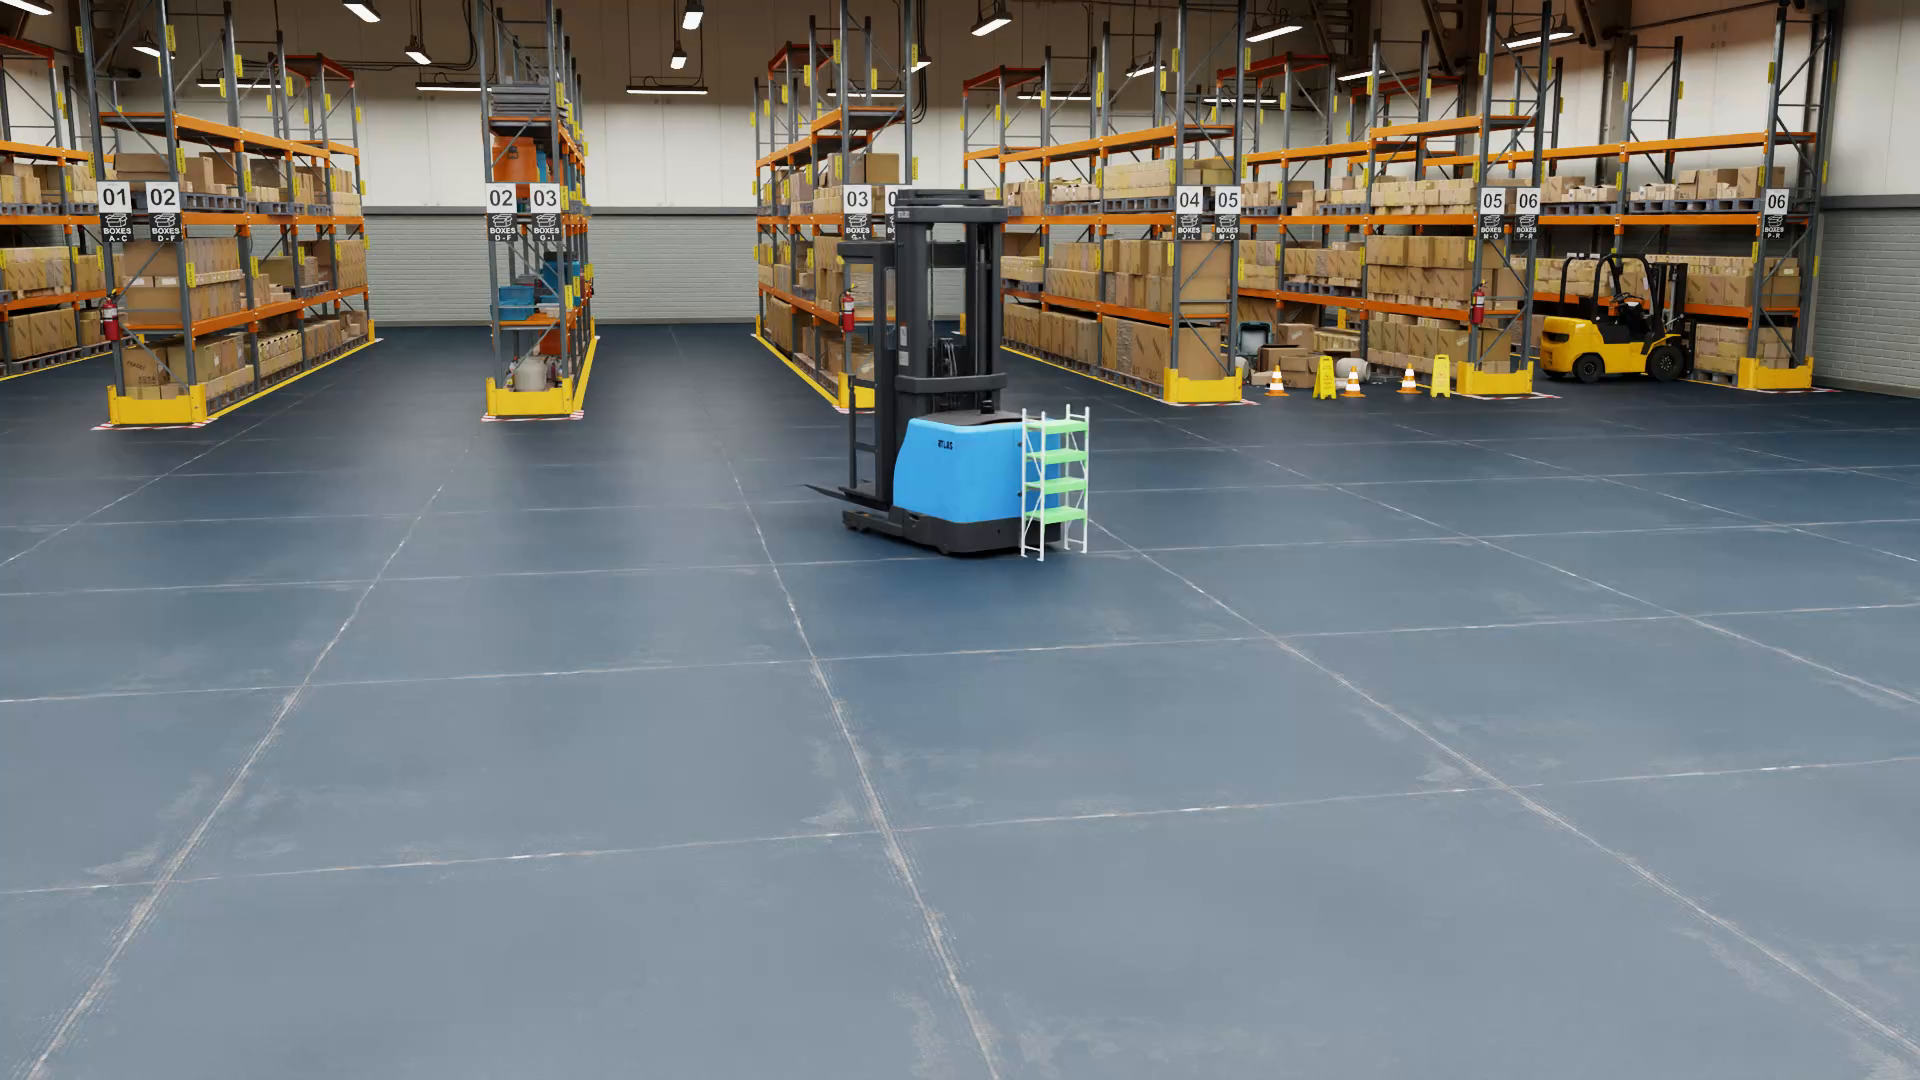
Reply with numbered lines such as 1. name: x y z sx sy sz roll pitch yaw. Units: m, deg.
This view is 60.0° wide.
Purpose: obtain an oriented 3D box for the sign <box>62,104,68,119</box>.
1. sign: -19.423 -9.304 36.090 0.100 0.325 0.005 -2 11 -11

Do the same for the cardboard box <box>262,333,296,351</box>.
1. cardboard box: -12.012 -3.502 29.303 0.500 0.311 0.500 -2 11 -12

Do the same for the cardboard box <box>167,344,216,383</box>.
1. cardboard box: -10.892 -2.508 23.574 0.500 0.500 0.500 -2 11 -11

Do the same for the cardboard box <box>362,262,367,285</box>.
1. cardboard box: -13.665 -5.997 37.414 0.500 0.500 0.500 -2 11 -9

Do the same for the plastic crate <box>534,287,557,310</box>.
1. plastic crate: -6.848 -3.868 26.660 0.767 0.338 0.504 -2 11 -11

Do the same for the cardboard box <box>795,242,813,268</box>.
1. cardboard box: -2.871 -5.589 32.588 0.797 0.503 0.637 -2 11 -9

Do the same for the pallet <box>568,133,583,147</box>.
1. pallet: -7.714 -7.524 31.232 1.213 0.211 1.003 -2 11 -11

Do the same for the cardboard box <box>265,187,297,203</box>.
1. cardboard box: -12.581 -6.154 30.219 0.910 0.500 0.500 -2 11 -11

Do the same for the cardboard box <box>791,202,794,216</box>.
1. cardboard box: -2.903 -6.217 31.216 0.500 0.250 0.500 -2 11 -10

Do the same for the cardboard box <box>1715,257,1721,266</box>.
1. cardboard box: 12.992 -4.698 28.060 0.380 0.149 0.250 -2 11 -11

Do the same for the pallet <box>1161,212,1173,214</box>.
1. pallet: 5.574 -8.034 40.601 1.003 0.211 1.213 -2 11 -11

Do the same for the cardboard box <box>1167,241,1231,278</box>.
1. cardboard box: 3.662 -4.281 25.375 0.875 0.550 0.550 -2 11 -11

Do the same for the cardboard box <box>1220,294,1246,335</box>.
1. cardboard box: 6.397 -5.058 37.309 0.875 0.875 0.875 -2 11 -9

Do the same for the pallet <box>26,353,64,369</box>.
1. pallet: -17.635 -3.373 31.352 1.003 0.211 1.213 -2 11 -11

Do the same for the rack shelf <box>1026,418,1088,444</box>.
1. rack shelf: 0.769 -0.877 13.369 0.480 0.148 0.258 -9 14 -40

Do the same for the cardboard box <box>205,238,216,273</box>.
1. cardboard box: -11.300 -4.148 24.232 0.700 0.500 0.500 -2 11 -11

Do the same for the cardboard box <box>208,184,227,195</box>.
1. cardboard box: -11.182 -5.233 24.821 0.380 0.149 0.250 -2 11 -11

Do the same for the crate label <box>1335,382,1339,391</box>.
1. crate label: 5.946 -2.470 26.810 0.250 0.136 0.298 -9 14 -40

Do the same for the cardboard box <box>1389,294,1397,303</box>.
1. cardboard box: 7.696 -4.208 28.953 0.380 0.149 0.250 -2 11 -9

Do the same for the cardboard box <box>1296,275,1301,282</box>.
1. cardboard box: 6.887 -5.184 32.961 0.380 0.149 0.250 -3 11 -15

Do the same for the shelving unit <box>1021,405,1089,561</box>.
1. shelving unit: 0.769 -0.469 13.448 0.503 1.200 0.258 -9 14 -40

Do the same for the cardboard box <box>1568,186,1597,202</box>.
1. cardboard box: 12.093 -6.670 32.044 0.500 0.311 0.500 -3 11 -13

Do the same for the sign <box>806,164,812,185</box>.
1. sign: -2.511 -6.079 27.654 0.100 0.325 0.005 -2 11 -11

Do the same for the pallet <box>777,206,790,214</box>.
1. pallet: -3.143 -6.614 33.408 1.003 0.211 1.213 -2 11 -8

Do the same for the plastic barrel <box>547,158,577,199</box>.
1. plastic barrel: -7.899 -7.085 32.910 0.600 0.901 0.708 -2 11 -11

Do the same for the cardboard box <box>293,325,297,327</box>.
1. cardboard box: -13.084 -3.895 32.147 0.500 0.500 0.500 -3 11 -13

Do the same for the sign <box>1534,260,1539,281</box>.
1. sign: 9.064 -4.251 26.191 0.100 0.325 0.005 -2 11 -11

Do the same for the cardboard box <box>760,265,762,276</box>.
1. cardboard box: -4.365 -6.259 38.665 0.500 0.250 0.500 -2 11 -12

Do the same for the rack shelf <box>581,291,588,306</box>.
1. rack shelf: -7.992 -4.746 33.032 1.077 0.370 4.000 -2 11 -11

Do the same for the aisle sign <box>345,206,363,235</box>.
1. aisle sign: -13.732 -7.321 37.685 0.394 0.787 0.004 -2 11 -11

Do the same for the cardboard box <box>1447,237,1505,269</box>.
1. cardboard box: 8.218 -4.578 26.488 0.700 0.500 0.500 -2 11 -12

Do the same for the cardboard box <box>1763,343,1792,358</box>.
1. cardboard box: 13.512 -3.182 27.784 0.500 0.250 0.500 -2 11 -10

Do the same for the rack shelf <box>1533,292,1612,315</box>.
1. rack shelf: 12.233 -4.734 32.969 1.077 0.370 4.000 -2 11 -11

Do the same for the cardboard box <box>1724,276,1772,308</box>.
1. cardboard box: 13.047 -4.117 27.535 0.500 0.500 0.500 -2 11 -12

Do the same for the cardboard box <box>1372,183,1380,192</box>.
1. cardboard box: 7.495 -6.211 29.325 0.380 0.149 0.250 -2 11 -12

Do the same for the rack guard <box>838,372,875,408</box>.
1. rack guard: -1.204 -2.231 24.582 1.175 0.500 0.348 -2 11 -11

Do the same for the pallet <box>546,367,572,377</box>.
1. pallet: -7.016 -2.771 28.193 1.003 0.211 1.213 -2 11 -11

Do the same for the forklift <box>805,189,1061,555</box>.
1. forklift: -0.381 -1.552 14.512 1.130 2.935 3.031 -7 13 -32

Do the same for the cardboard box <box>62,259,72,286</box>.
1. cardboard box: -17.762 -5.235 32.563 0.500 0.500 0.500 -2 11 -12

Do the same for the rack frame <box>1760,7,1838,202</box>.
1. rack frame: 13.400 -6.934 26.559 1.000 3.000 0.127 -2 11 -11

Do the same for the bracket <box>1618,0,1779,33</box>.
1. bracket: 13.218 -9.398 29.881 0.076 0.066 4.783 -2 11 -11

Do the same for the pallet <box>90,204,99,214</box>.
1. pallet: -18.482 -6.909 34.690 1.003 0.211 1.213 -2 11 -11

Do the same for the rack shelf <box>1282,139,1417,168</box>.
1. rack shelf: 7.365 -7.303 31.494 1.077 0.370 4.000 -2 11 -11

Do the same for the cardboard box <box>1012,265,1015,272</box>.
1. cardboard box: 1.294 -5.661 34.671 0.380 0.149 0.250 -2 11 -12

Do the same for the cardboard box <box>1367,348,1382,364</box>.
1. cardboard box: 7.604 -3.277 29.620 0.500 0.250 0.500 -3 11 -14

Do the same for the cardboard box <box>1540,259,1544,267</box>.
1. cardboard box: 11.887 -5.565 33.410 0.380 0.149 0.250 -2 11 -10

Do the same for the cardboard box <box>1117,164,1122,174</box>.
1. cardboard box: 2.805 -6.119 27.449 0.380 0.149 0.250 -2 11 -12

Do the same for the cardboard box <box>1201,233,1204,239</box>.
1. cardboard box: 5.775 -7.054 38.561 0.380 0.149 0.250 -2 11 -11

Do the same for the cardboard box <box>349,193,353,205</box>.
1. cardboard box: -13.478 -7.397 36.080 0.500 0.250 0.500 -2 11 -11

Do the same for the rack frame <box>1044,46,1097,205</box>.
1. rack frame: 2.140 -8.021 32.273 1.000 3.000 0.127 -2 11 -11

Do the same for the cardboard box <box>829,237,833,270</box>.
1. cardboard box: -1.736 -4.407 25.590 0.500 0.500 0.500 -2 11 -11

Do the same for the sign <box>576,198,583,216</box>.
1. sign: -7.065 -6.176 30.878 0.100 0.325 0.005 -2 11 -11

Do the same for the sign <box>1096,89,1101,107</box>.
1. sign: 2.684 -8.579 32.280 0.100 0.325 0.005 -2 11 -11

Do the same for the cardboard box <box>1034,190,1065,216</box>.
1. cardboard box: 1.780 -6.692 33.046 0.500 0.500 0.500 -2 11 -11

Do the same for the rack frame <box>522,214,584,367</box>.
1. rack frame: -7.603 -4.732 31.037 1.000 3.000 0.127 -2 11 -11

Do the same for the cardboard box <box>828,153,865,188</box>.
1. cardboard box: -1.739 -5.635 25.356 0.500 0.500 0.500 -2 11 -11

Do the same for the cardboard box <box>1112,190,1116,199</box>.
1. cardboard box: 2.755 -5.774 27.768 0.380 0.149 0.250 -2 11 -11
